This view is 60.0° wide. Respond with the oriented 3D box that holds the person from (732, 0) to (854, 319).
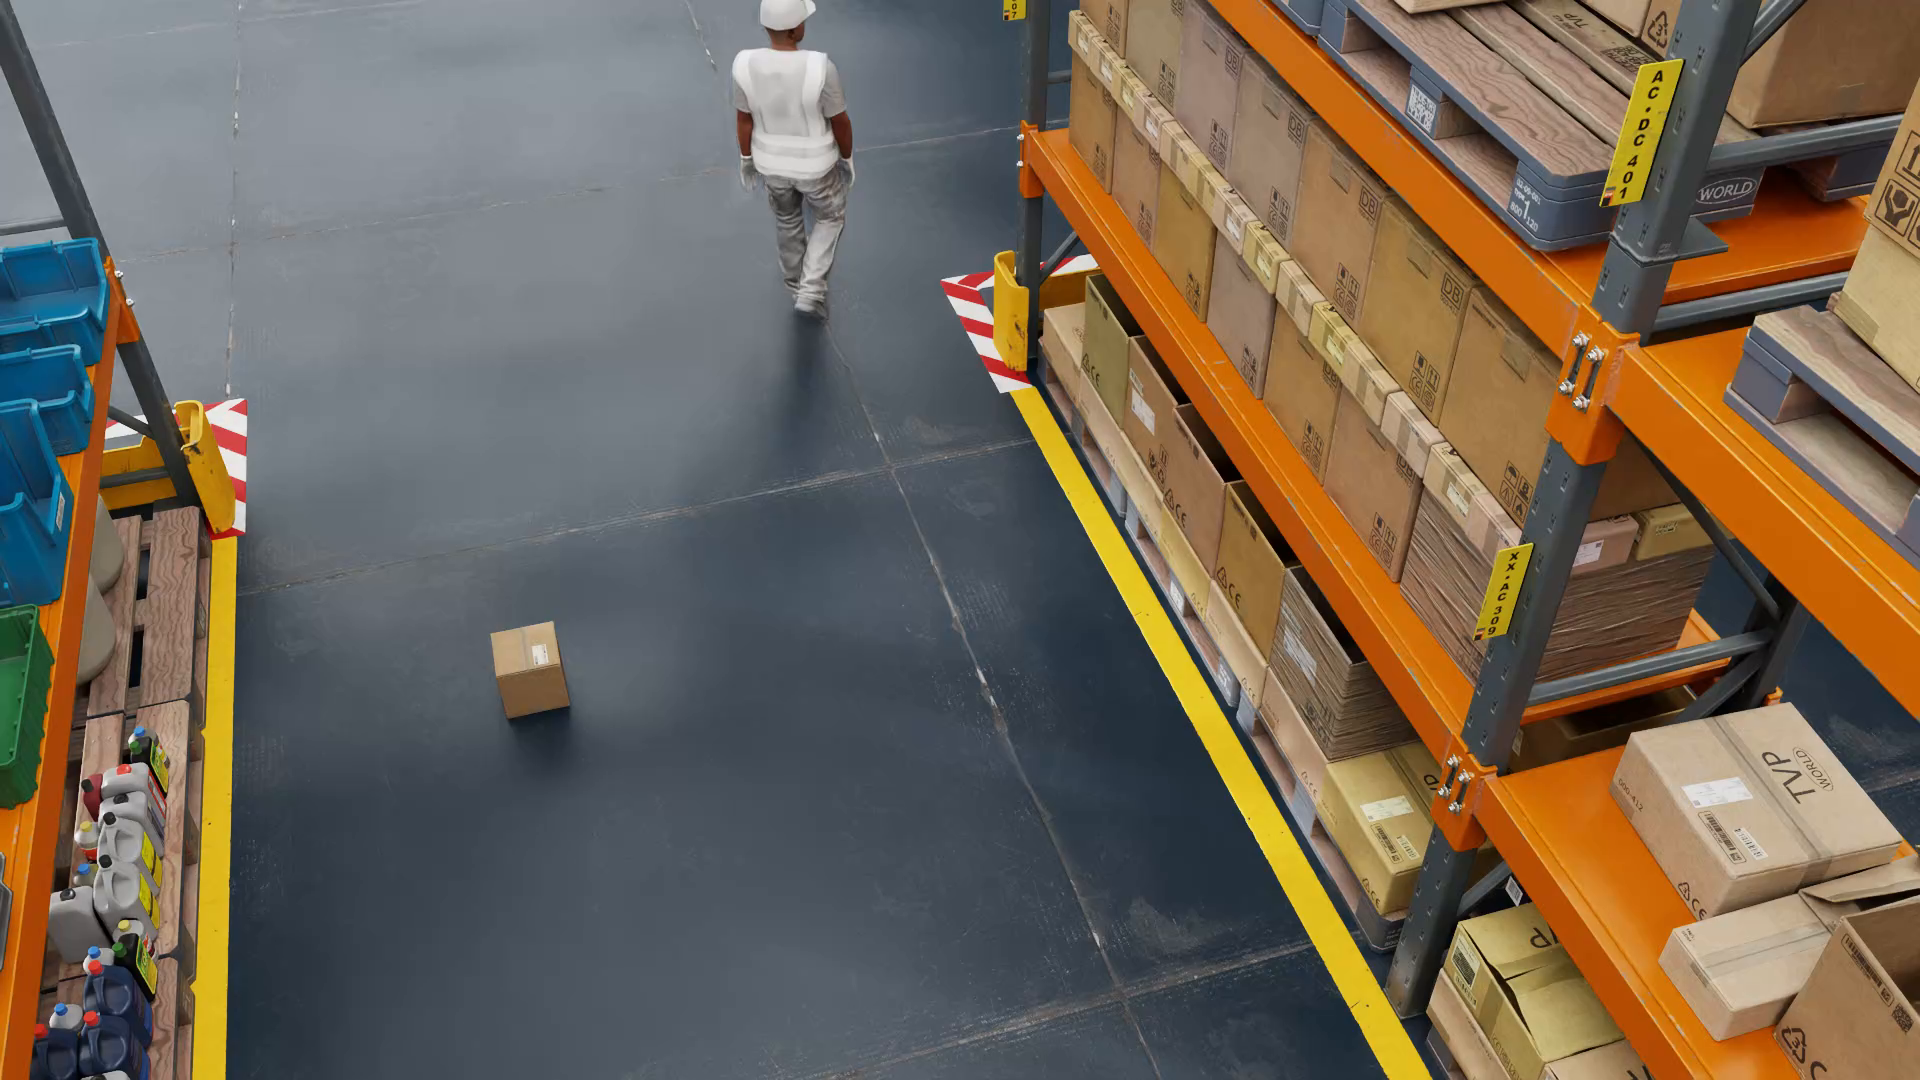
[{"bbox_3d":[-0.805,-1.882,8.215,0.584,1.771,0.700,6,42,6],"label":"person"}]
